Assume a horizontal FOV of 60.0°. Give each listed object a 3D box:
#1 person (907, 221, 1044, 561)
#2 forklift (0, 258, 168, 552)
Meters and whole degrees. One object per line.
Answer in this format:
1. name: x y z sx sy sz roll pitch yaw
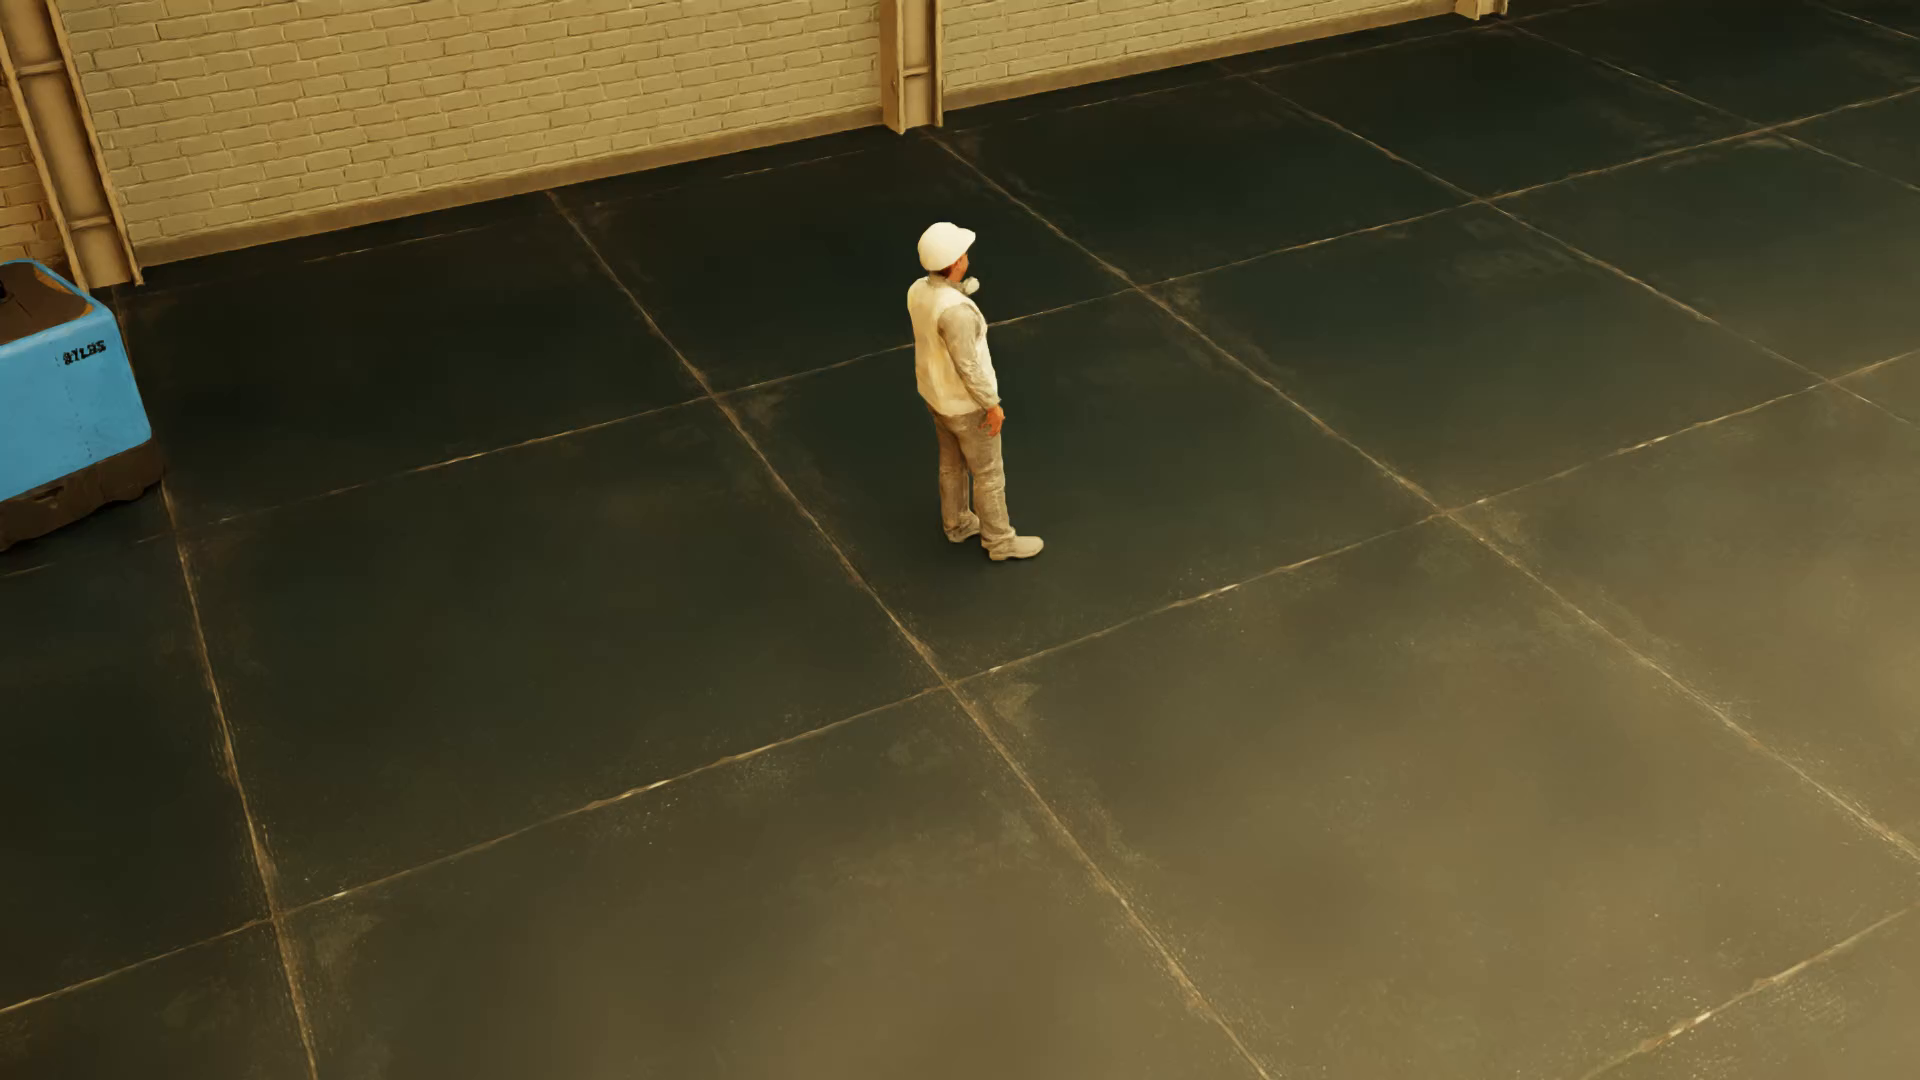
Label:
1. person: 0.061 -0.743 8.165 0.563 1.773 0.632 -17 39 -23
2. forklift: -5.671 -1.046 7.603 1.130 2.935 3.031 27 44 33
